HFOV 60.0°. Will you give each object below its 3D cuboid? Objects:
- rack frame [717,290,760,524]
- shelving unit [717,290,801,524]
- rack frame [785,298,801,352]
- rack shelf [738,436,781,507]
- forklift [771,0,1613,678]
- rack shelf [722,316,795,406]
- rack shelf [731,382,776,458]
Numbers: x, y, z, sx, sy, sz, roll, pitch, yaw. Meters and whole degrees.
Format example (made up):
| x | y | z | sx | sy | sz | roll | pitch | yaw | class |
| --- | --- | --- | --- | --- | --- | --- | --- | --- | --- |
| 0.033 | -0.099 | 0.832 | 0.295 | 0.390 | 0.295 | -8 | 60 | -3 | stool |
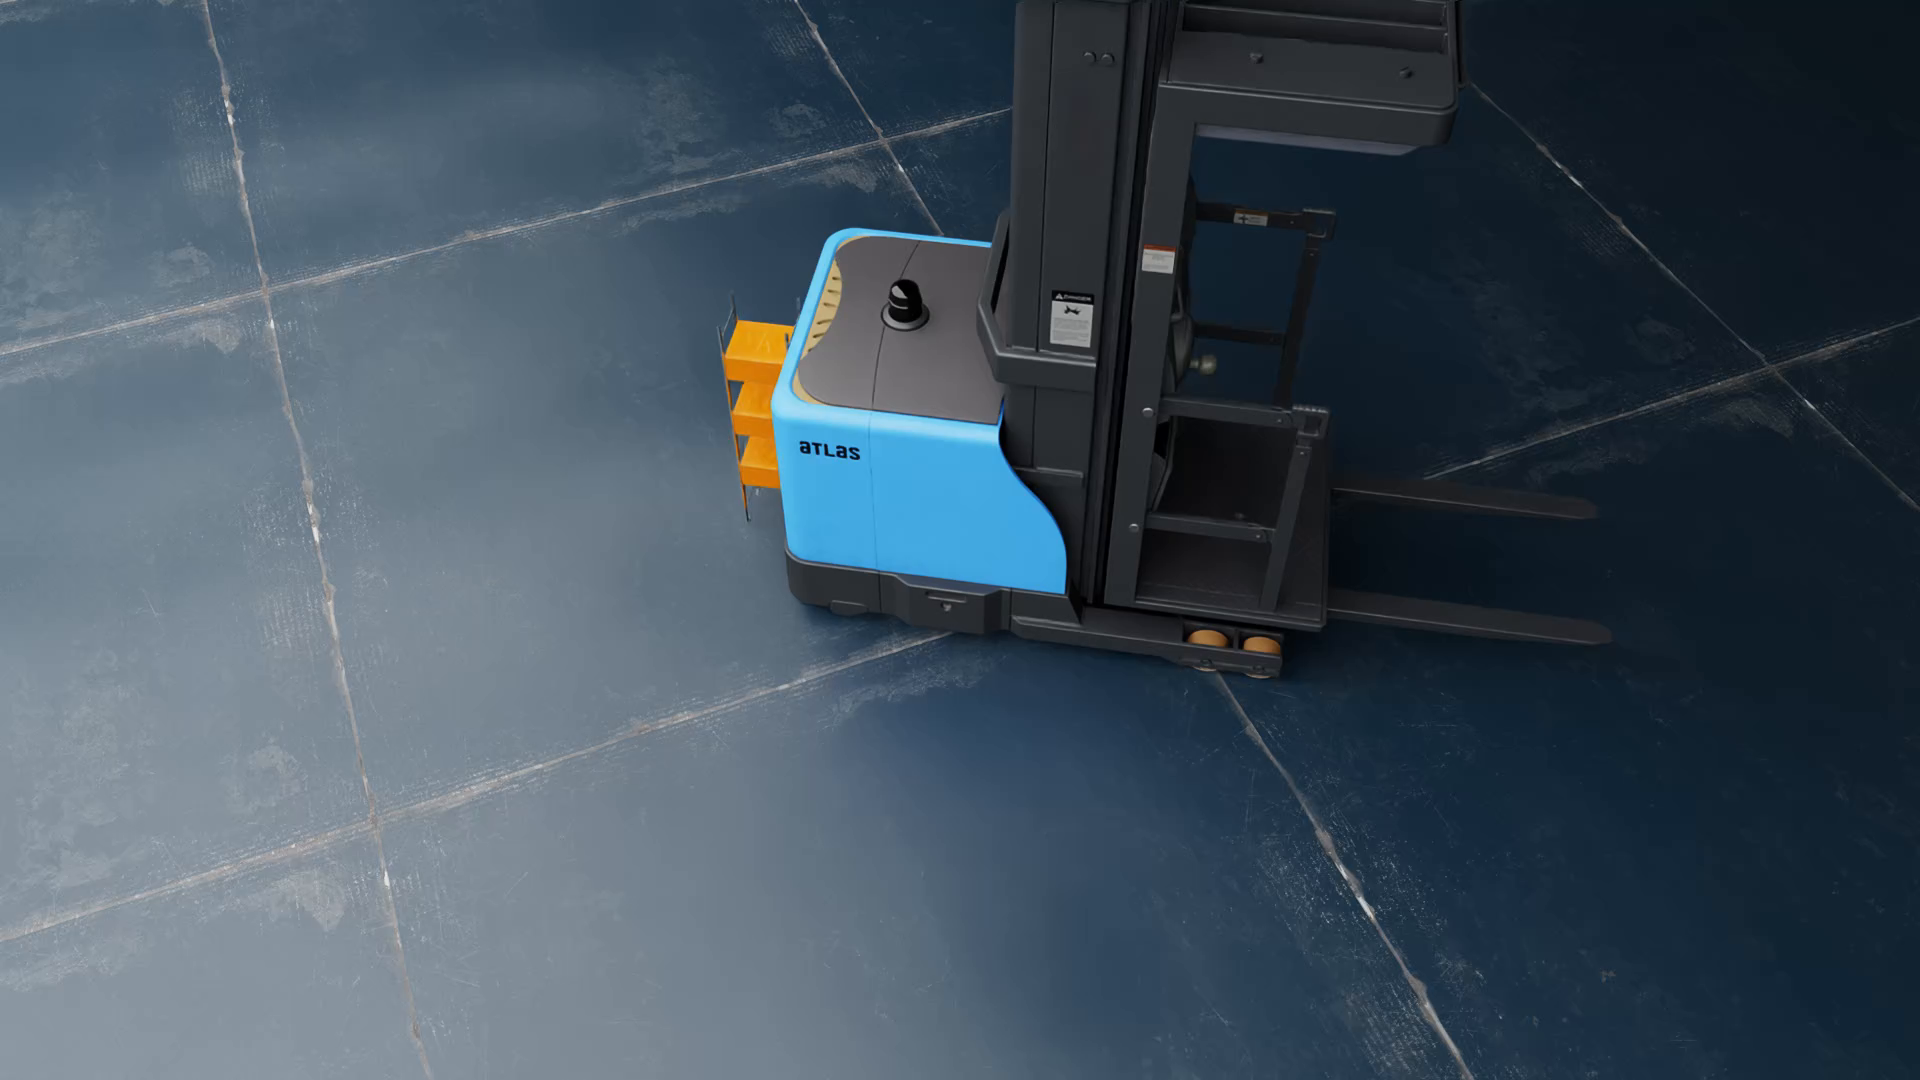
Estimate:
| x | y | z | sx | sy | sz | roll | pitch | yaw | class |
| --- | --- | --- | --- | --- | --- | --- | --- | --- | --- |
| -0.835 | -0.480 | 6.311 | 0.008 | 1.050 | 0.200 | 7 | 50 | 6 | rack frame |
| -0.714 | -0.465 | 6.298 | 0.252 | 1.050 | 0.215 | 7 | 50 | 6 | shelving unit |
| -0.594 | -0.450 | 6.285 | 0.008 | 1.050 | 0.200 | 7 | 50 | 6 | rack frame |
| -0.714 | -0.277 | 6.517 | 0.240 | 0.259 | 0.215 | 7 | 50 | 6 | rack shelf |
| 0.910 | -0.881 | 5.416 | 3.031 | 2.935 | 1.130 | 7 | 50 | 6 | forklift |
| -0.714 | -0.643 | 6.091 | 0.240 | 0.259 | 0.215 | 7 | 50 | 6 | rack shelf |
| -0.714 | -0.458 | 6.306 | 0.240 | 0.259 | 0.215 | 7 | 50 | 6 | rack shelf |
